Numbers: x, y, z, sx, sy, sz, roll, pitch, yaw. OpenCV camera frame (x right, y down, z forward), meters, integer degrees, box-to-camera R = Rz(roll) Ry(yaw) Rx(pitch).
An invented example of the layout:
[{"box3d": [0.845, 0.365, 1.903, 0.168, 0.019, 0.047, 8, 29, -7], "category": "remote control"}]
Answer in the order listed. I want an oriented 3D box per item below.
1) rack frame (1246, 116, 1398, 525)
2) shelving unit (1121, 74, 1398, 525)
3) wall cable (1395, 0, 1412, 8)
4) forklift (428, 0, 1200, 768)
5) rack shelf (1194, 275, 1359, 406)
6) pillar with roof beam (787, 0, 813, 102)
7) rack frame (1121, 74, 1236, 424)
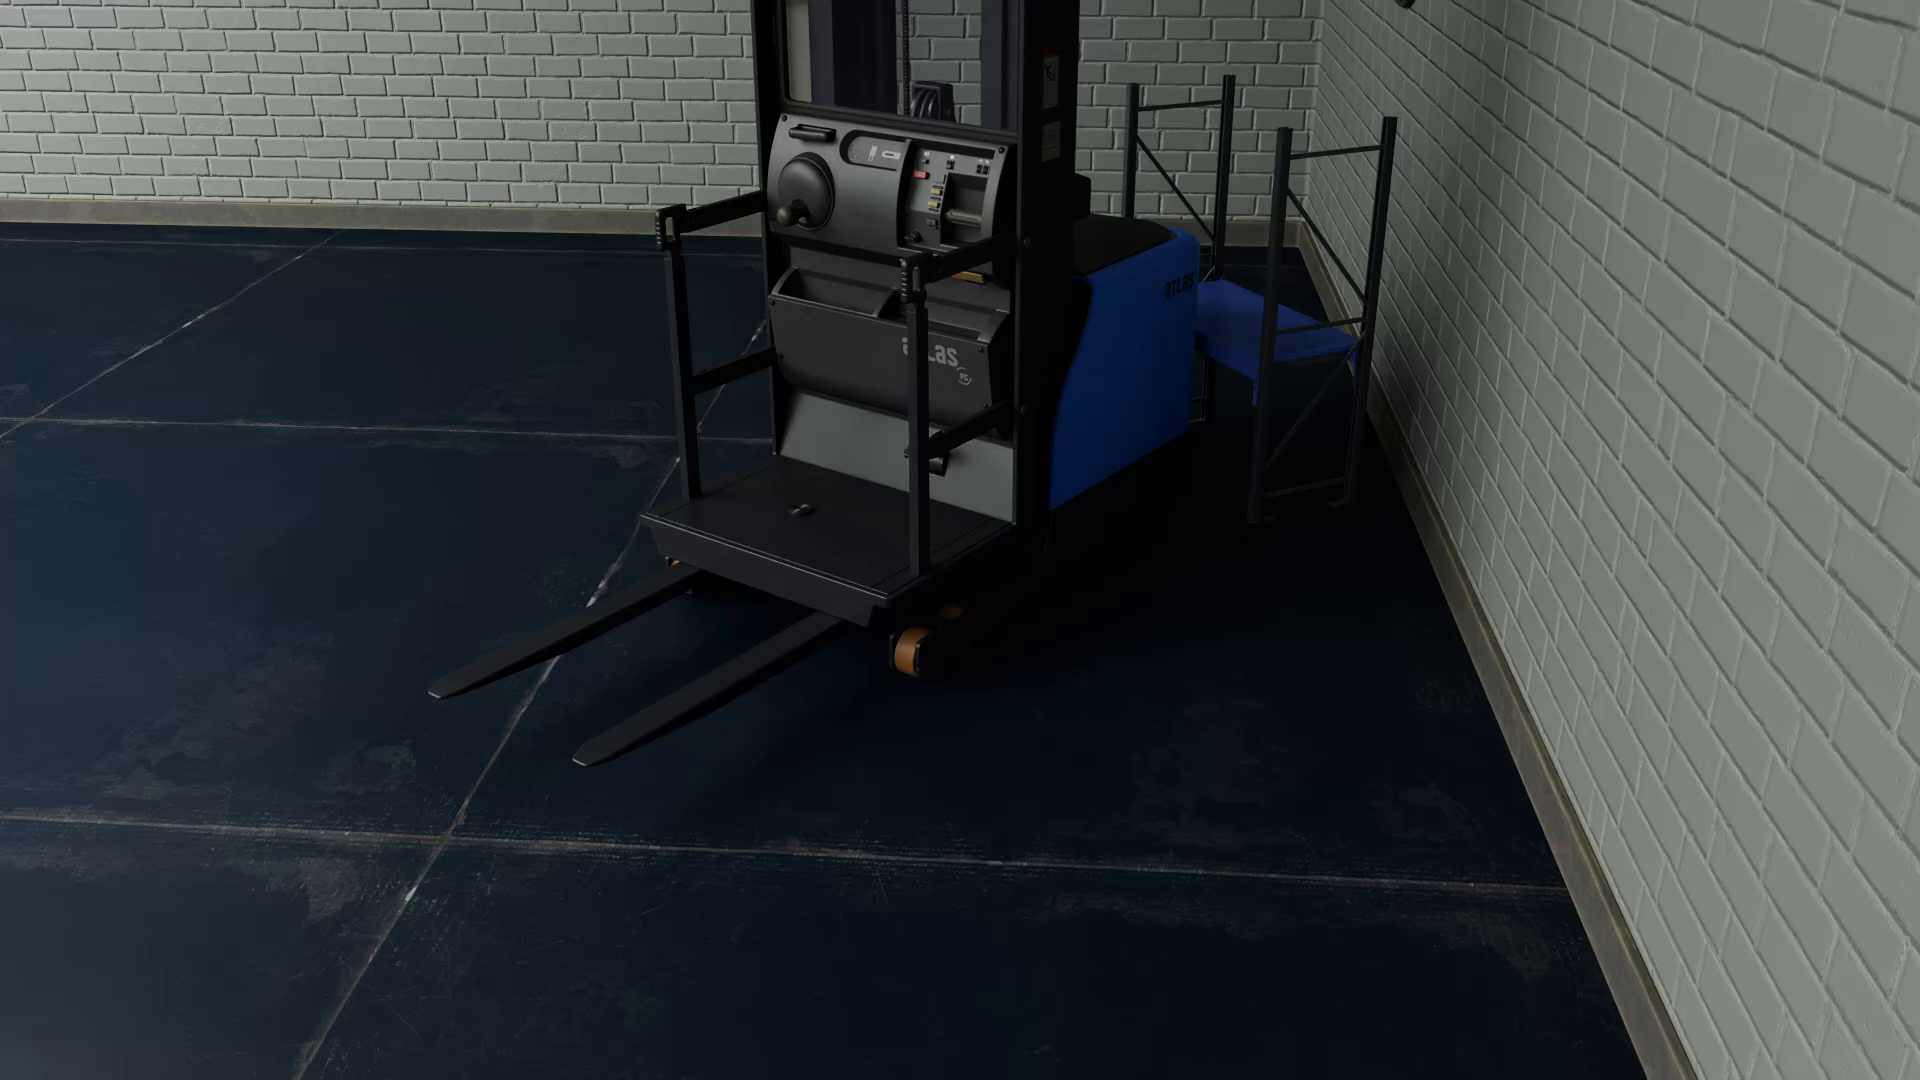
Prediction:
[{"box3d": [1.334, -0.790, 6.173, 0.500, 1.500, 0.032, -11, 27, -23], "category": "rack frame"}, {"box3d": [1.113, -0.982, 6.589, 0.538, 1.500, 1.048, -11, 27, -23], "category": "shelving unit"}, {"box3d": [1.926, -3.858, 7.584, 0.112, 2.526, 3.097, 2, 25, 4], "category": "wall cable"}, {"box3d": [-0.367, -1.121, 5.181, 1.130, 2.935, 3.031, 17, 30, 32], "category": "forklift"}, {"box3d": [1.113, -0.818, 6.664, 0.538, 0.185, 1.000, -11, 27, -23], "category": "rack shelf"}, {"box3d": [-1.240, -4.120, 4.439, 0.400, 9.000, 9.100, 2, 25, 4], "category": "pillar with roof beam"}, {"box3d": [0.893, -1.173, 7.005, 0.500, 1.500, 0.032, -11, 27, -23], "category": "rack frame"}]
